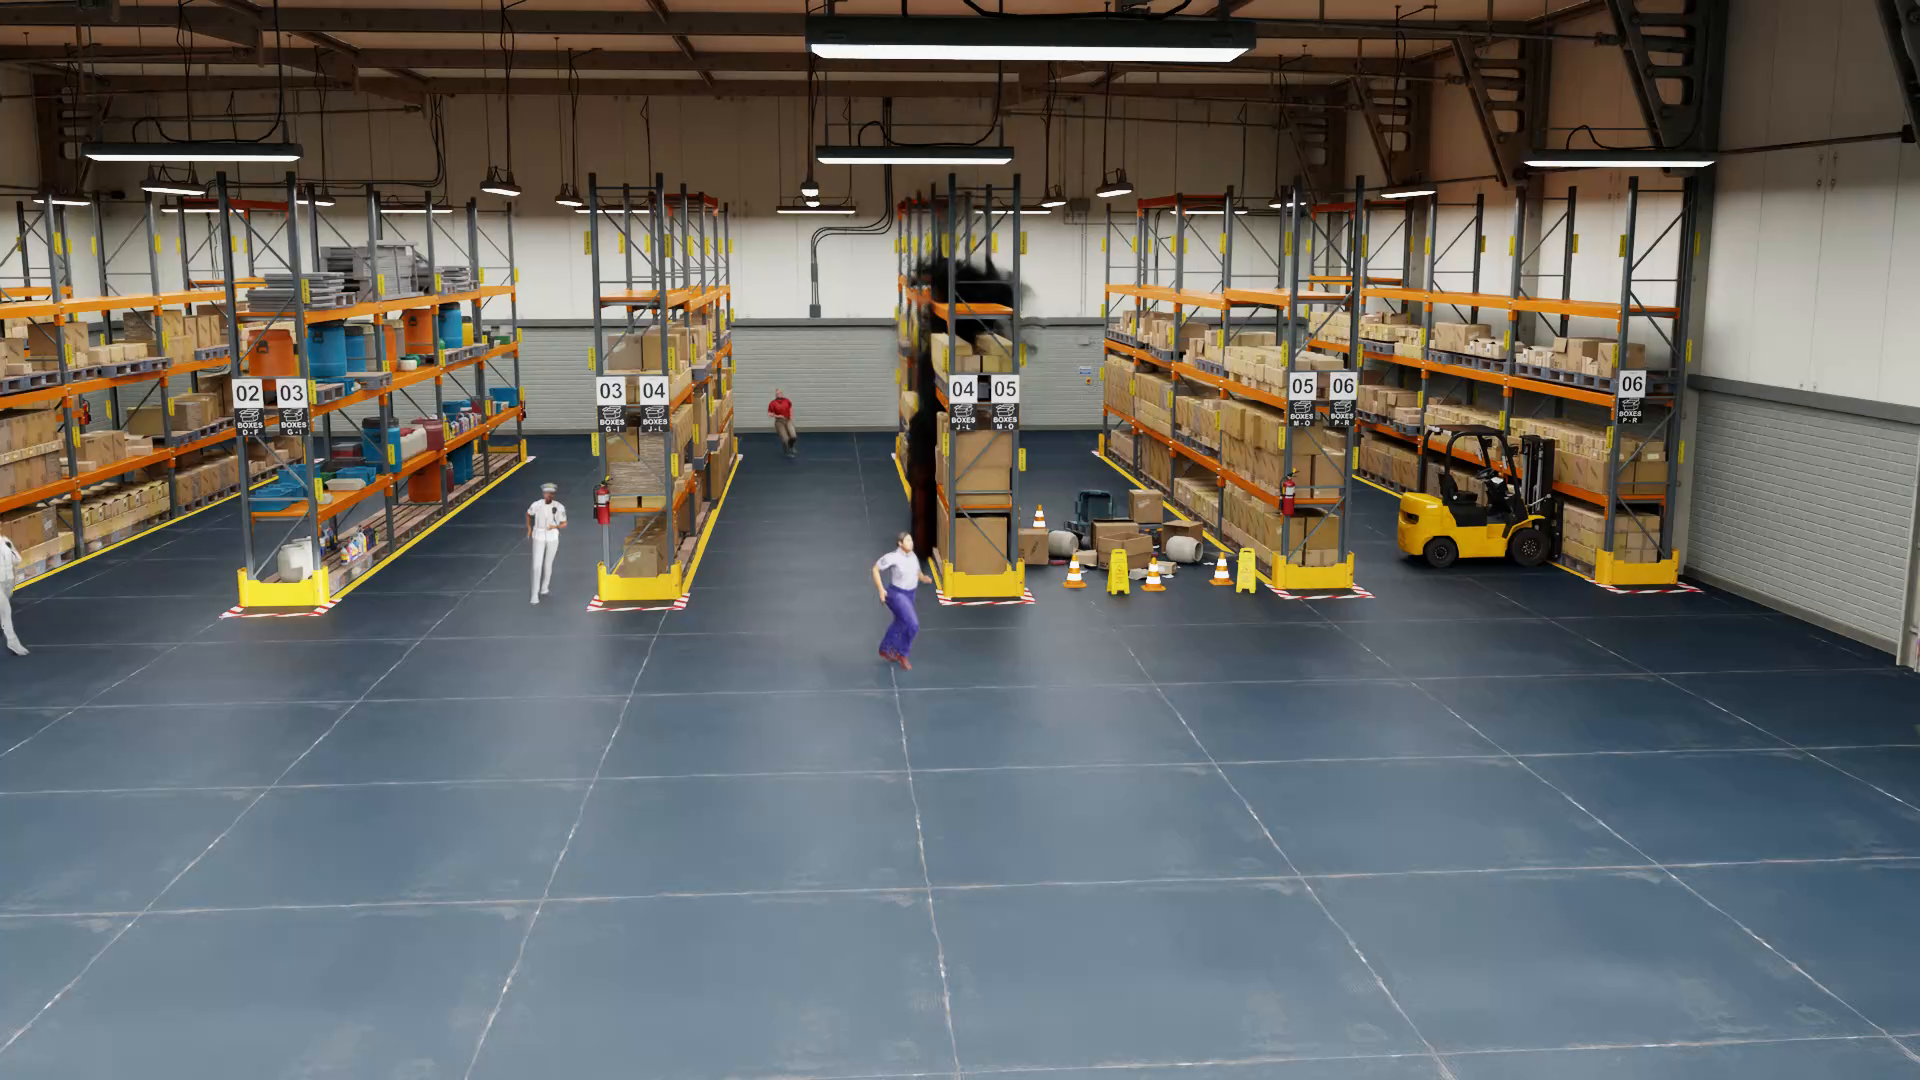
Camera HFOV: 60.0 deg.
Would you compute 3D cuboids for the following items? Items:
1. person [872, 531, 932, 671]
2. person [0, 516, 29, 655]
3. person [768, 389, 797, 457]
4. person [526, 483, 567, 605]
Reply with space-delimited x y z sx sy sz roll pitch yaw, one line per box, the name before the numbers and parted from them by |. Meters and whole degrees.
person | -0.689 0.725 19.930 0.797 1.687 0.571 6 12 30
person | -11.961 0.542 20.676 0.854 1.723 0.582 3 11 18
person | -4.214 -2.779 39.678 0.731 1.653 0.554 -5 11 -25
person | -5.914 0.027 23.832 0.571 1.726 0.772 -3 10 -14
